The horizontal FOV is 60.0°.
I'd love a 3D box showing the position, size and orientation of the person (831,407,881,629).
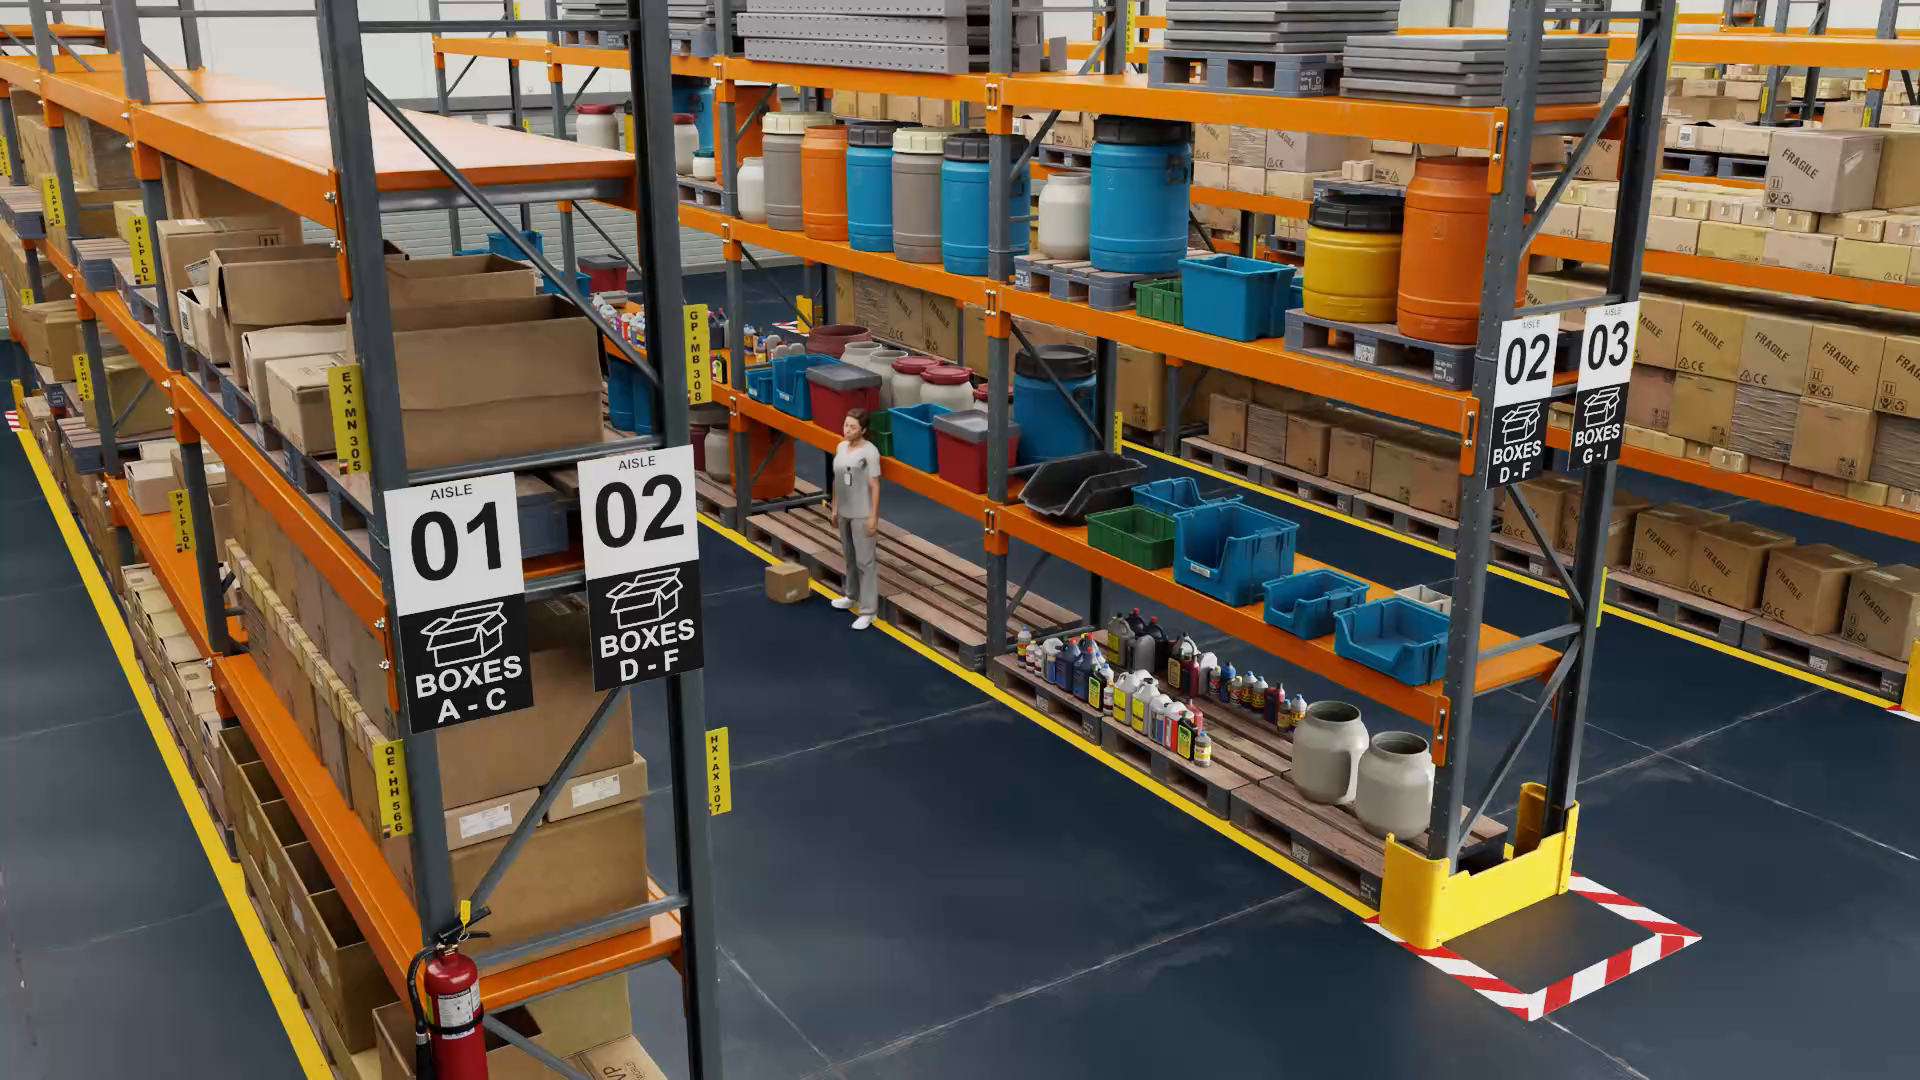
[{"bbox_3d":[-0.816,-0.204,12.641,0.446,1.675,0.549,-17,25,-42],"label":"person"}]
